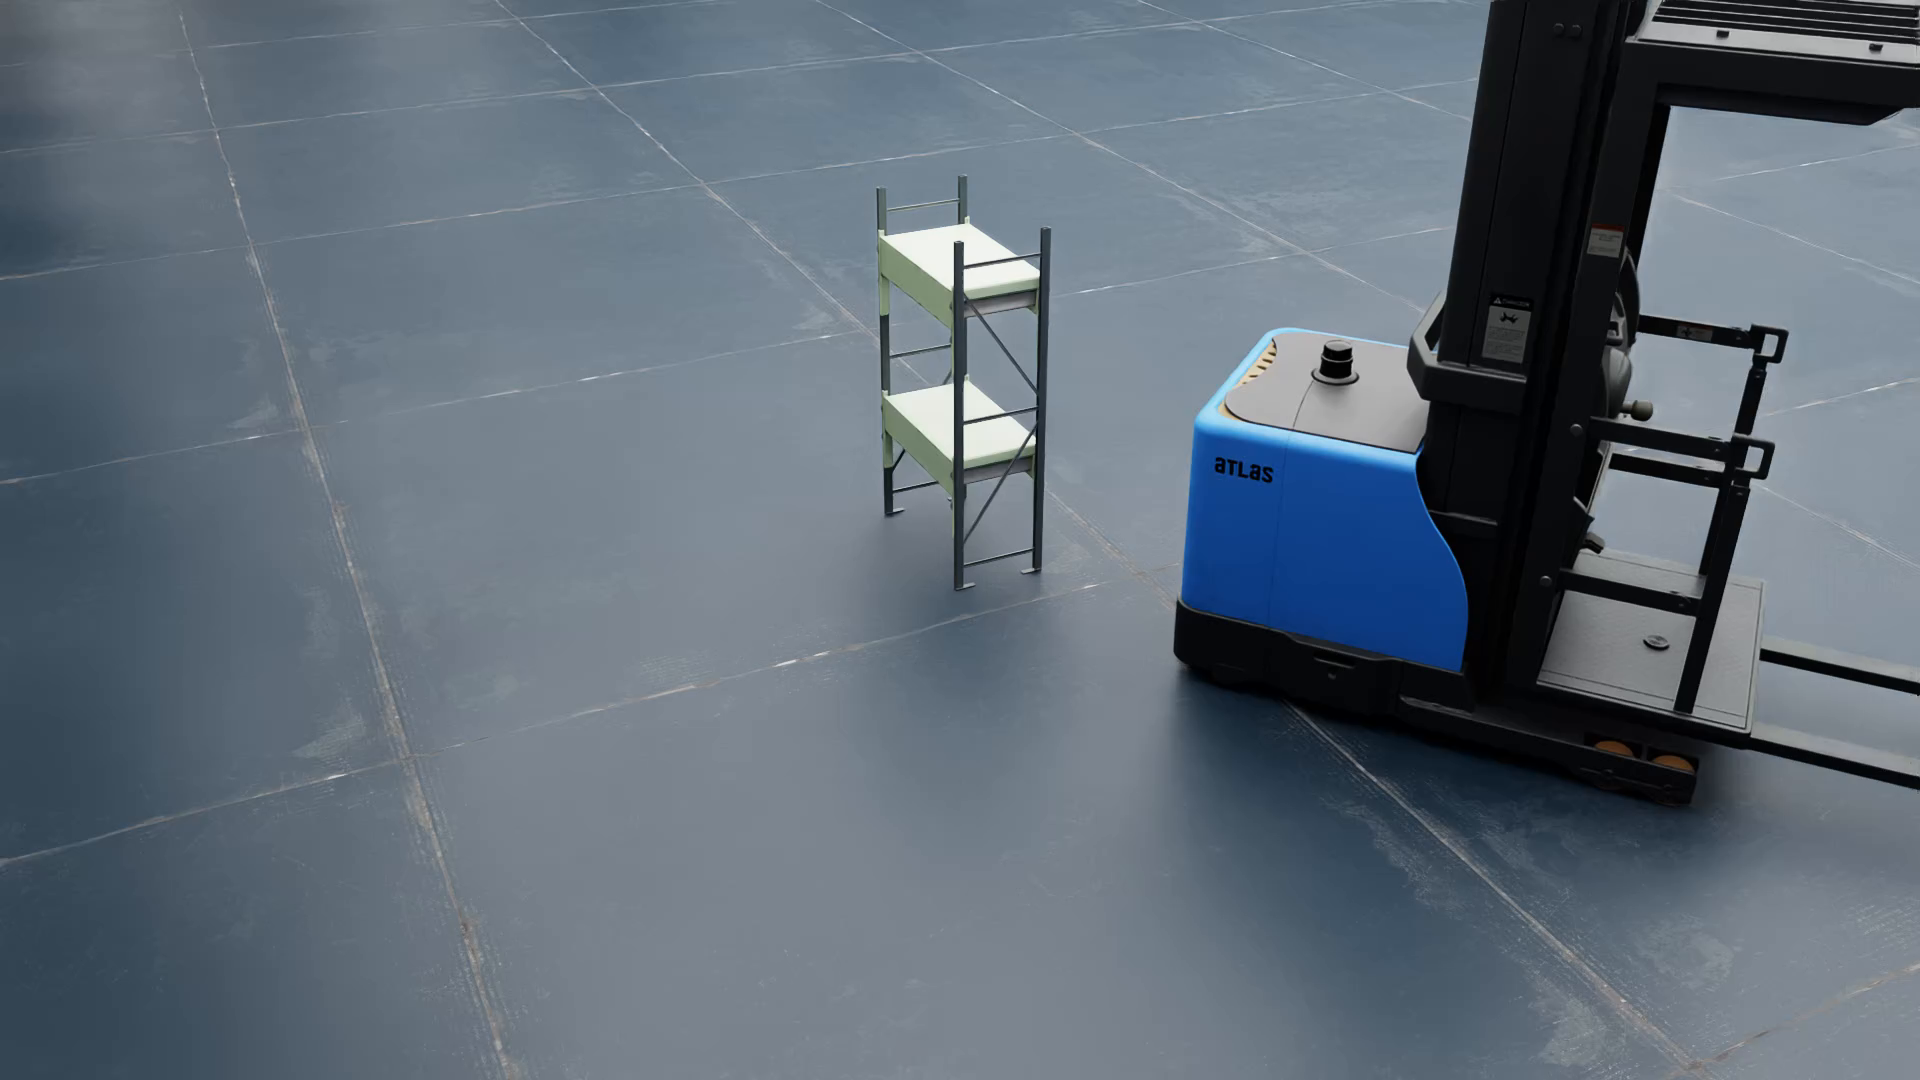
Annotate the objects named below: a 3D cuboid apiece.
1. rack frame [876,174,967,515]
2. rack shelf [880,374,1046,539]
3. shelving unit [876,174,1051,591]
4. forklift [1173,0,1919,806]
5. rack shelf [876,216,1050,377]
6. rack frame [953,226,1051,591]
[{"bbox_3d":[-0.154,-0.813,7.166,0.400,1.500,0.023,-13,32,-22],"label":"rack frame"},{"bbox_3d":[0.003,-0.367,7.037,0.431,0.370,0.720,-13,32,-22],"label":"rack shelf"},{"bbox_3d":[0.003,-0.651,6.878,0.431,1.500,0.755,-13,32,-22],"label":"shelving unit"},{"bbox_3d":[2.371,-0.675,5.457,3.031,2.935,1.130,13,32,22],"label":"forklift"},{"bbox_3d":[0.003,-0.992,6.687,0.431,0.370,0.720,-13,32,-22],"label":"rack shelf"},{"bbox_3d":[0.160,-0.490,6.590,0.400,1.500,0.023,-13,32,-22],"label":"rack frame"}]
